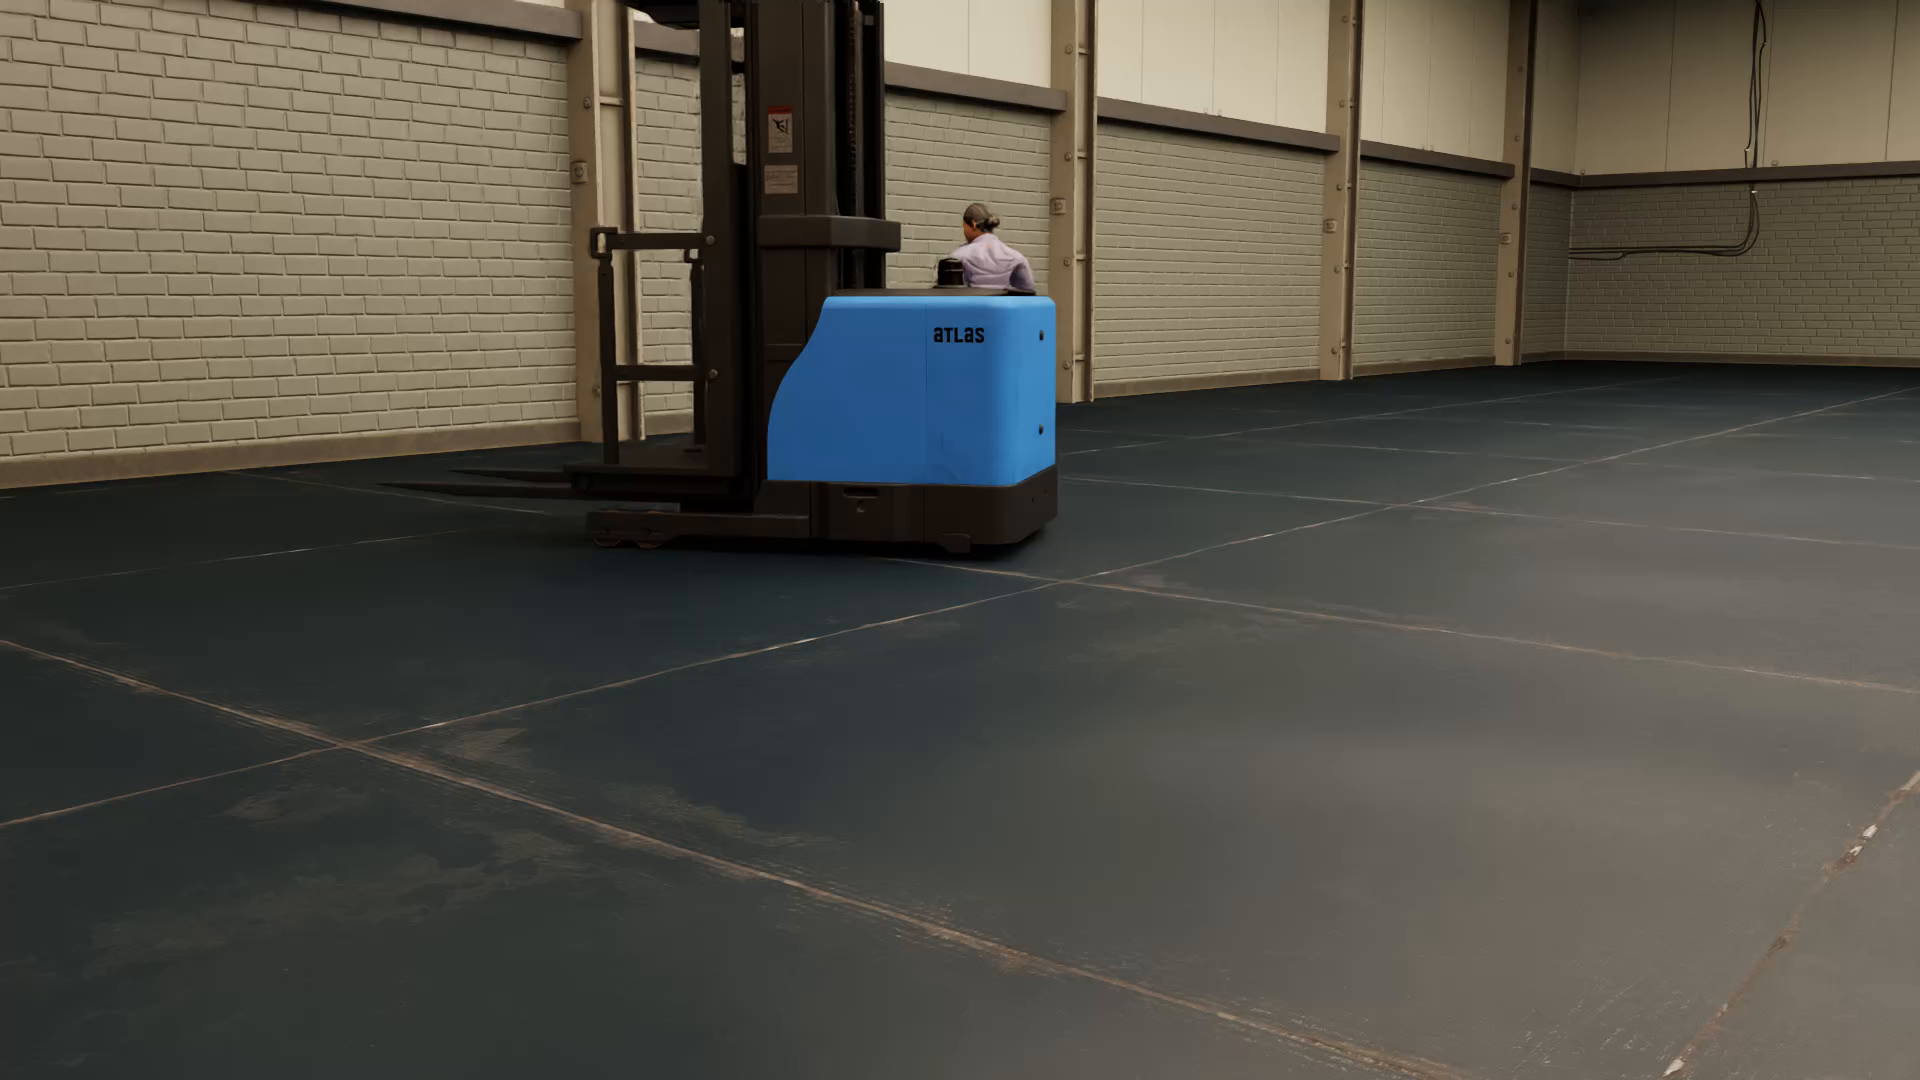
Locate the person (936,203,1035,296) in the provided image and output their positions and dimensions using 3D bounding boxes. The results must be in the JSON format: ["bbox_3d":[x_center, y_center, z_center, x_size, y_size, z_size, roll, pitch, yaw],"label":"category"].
[{"bbox_3d":[0.082,-1.161,9.873,0.732,1.620,0.451,-2,8,-11],"label":"person"}]

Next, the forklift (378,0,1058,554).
[{"bbox_3d":[-1.125,-1.483,7.416,3.031,2.935,1.130,2,9,14],"label":"forklift"}]
